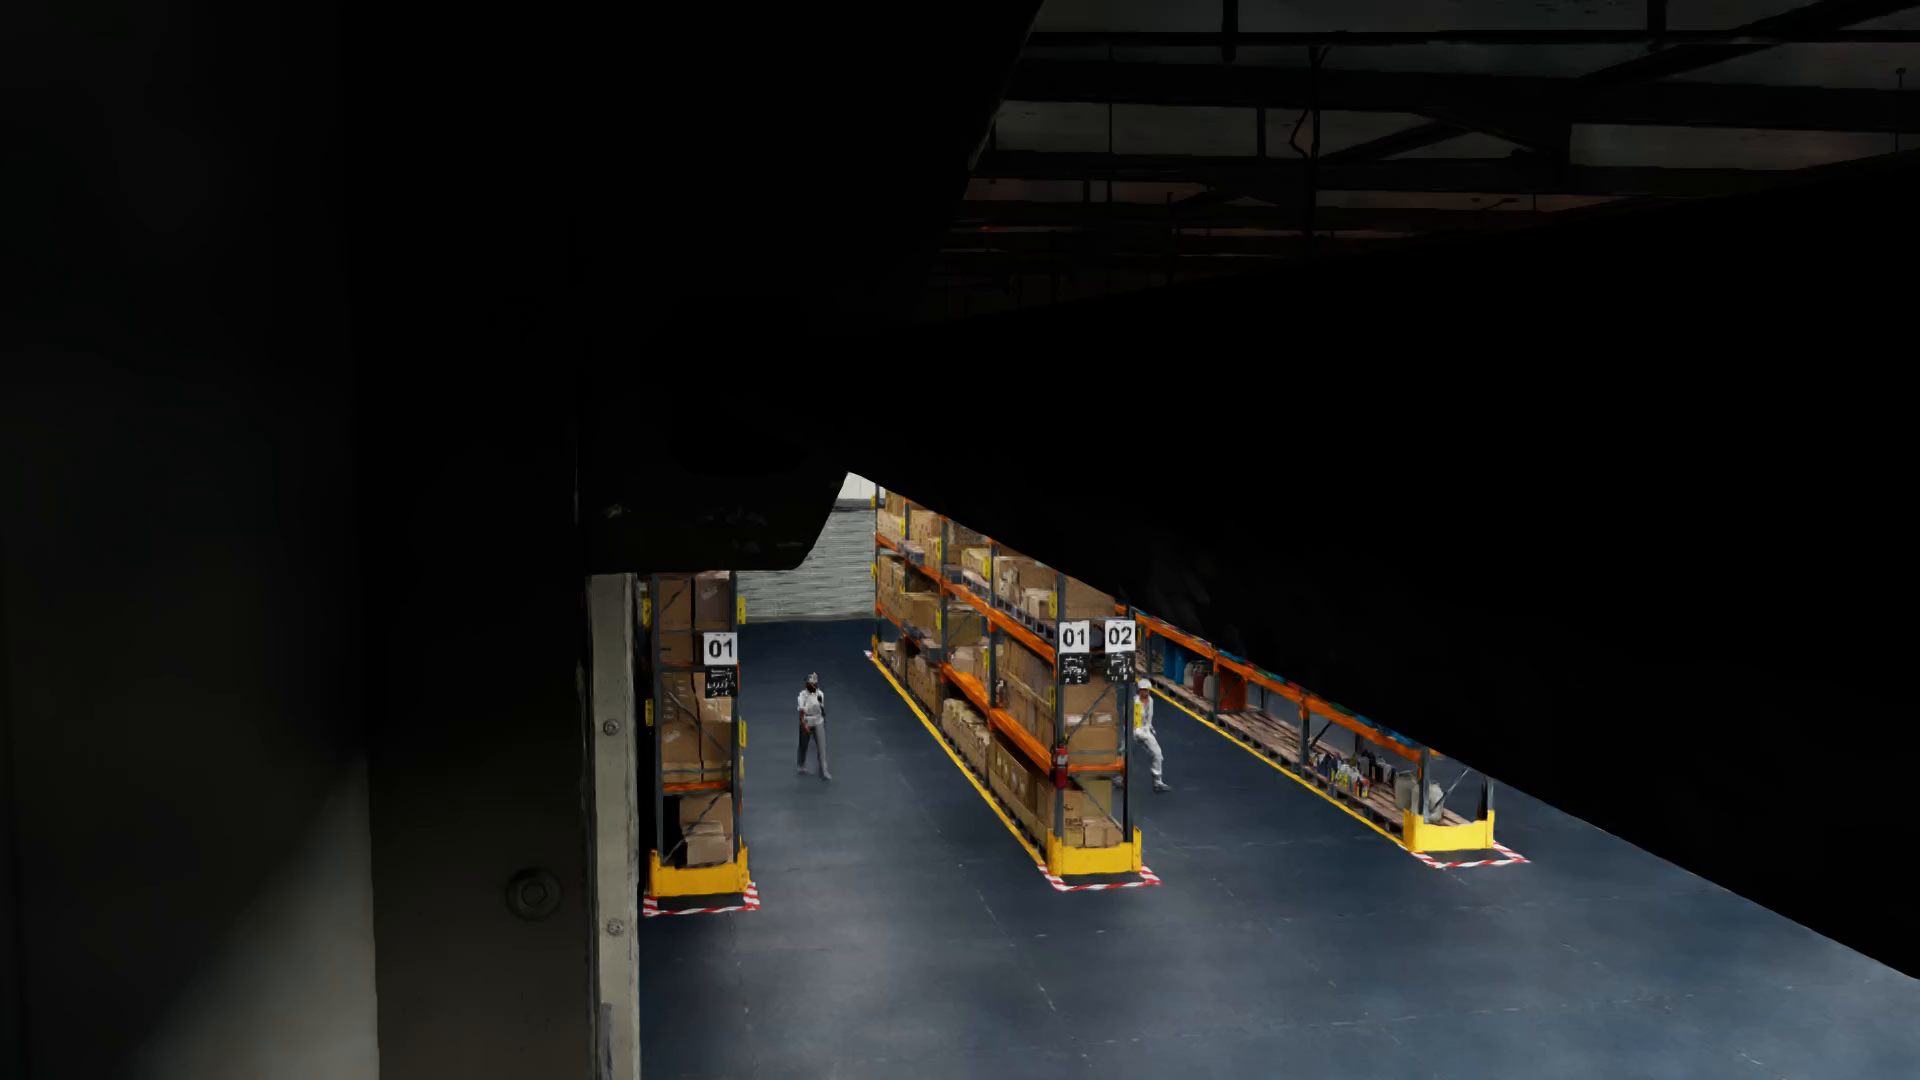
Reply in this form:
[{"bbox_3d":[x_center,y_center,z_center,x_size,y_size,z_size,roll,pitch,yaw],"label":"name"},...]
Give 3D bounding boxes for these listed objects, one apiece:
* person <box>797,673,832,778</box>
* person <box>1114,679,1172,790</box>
[{"bbox_3d":[-2.310,2.855,25.858,0.448,1.622,0.996,-2,6,-19],"label":"person"},{"bbox_3d":[2.696,2.904,24.961,0.686,1.716,0.829,-3,7,-28],"label":"person"}]
